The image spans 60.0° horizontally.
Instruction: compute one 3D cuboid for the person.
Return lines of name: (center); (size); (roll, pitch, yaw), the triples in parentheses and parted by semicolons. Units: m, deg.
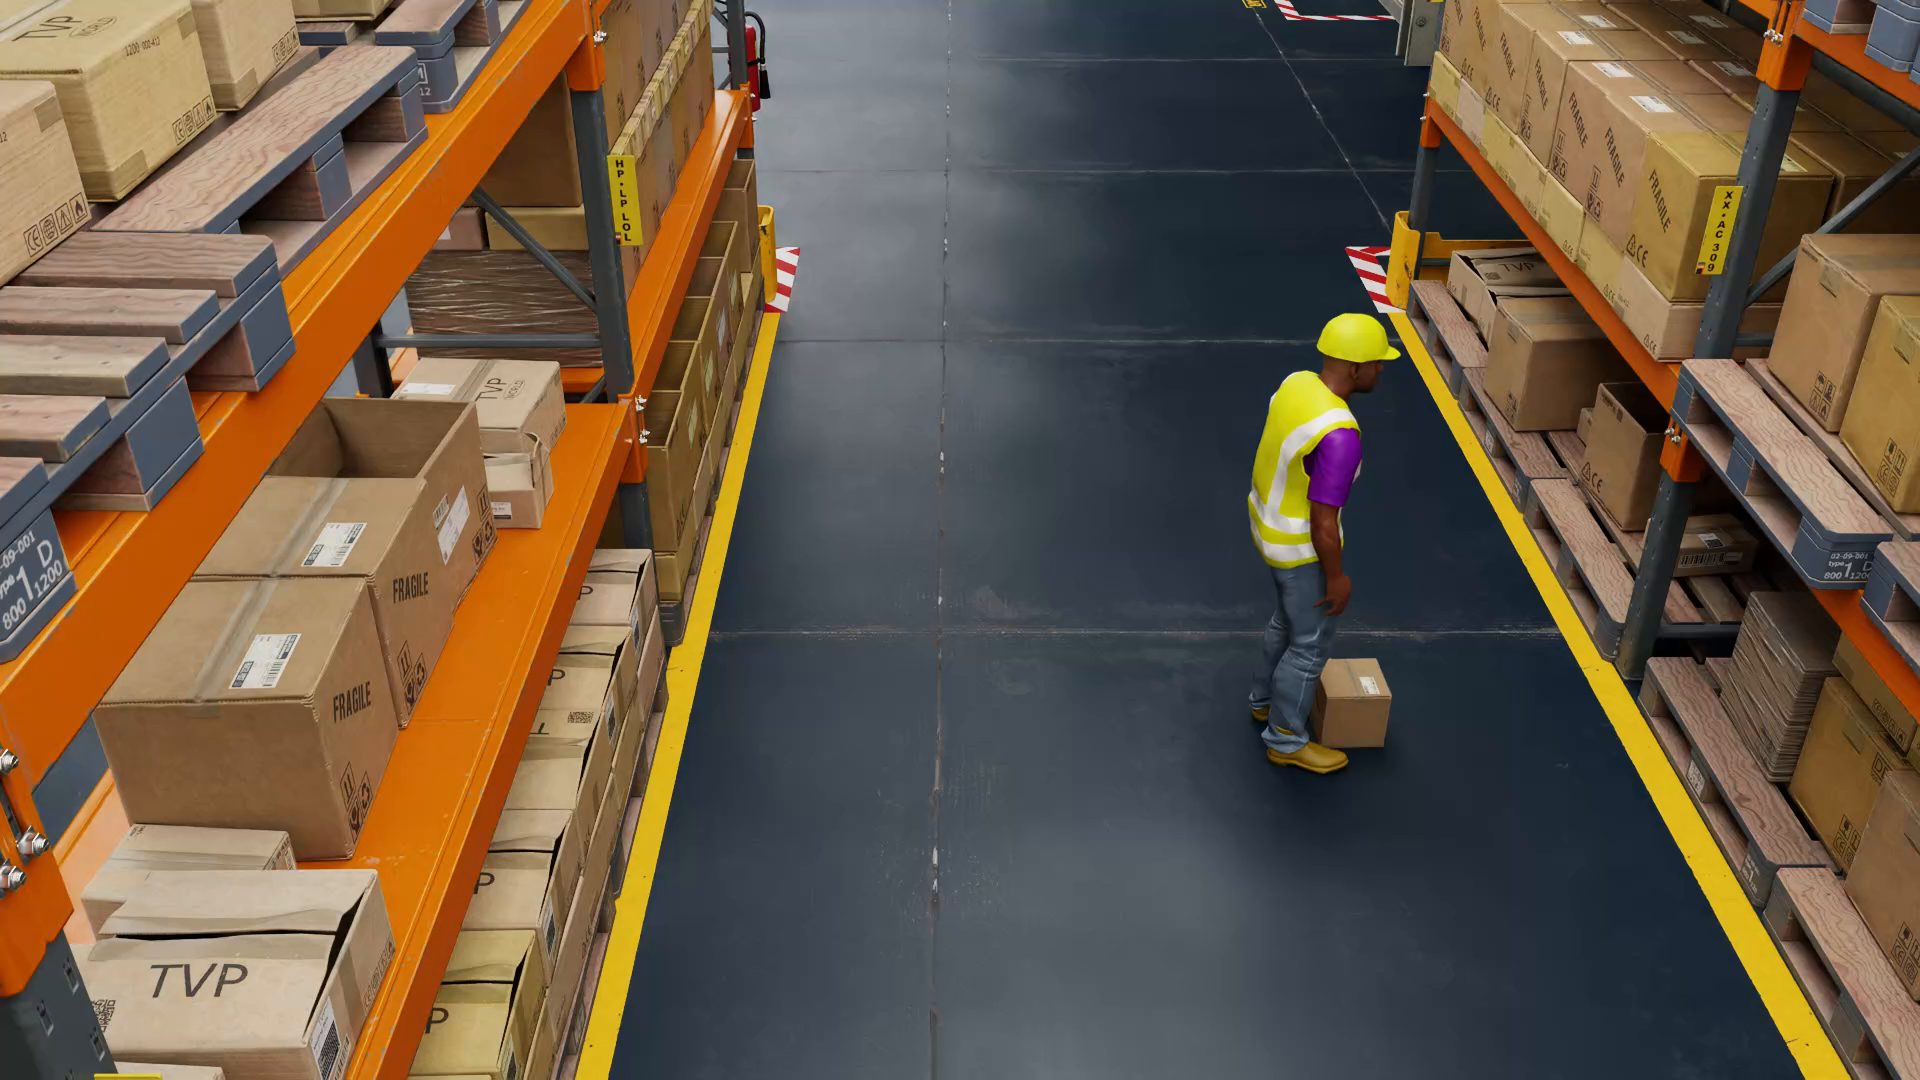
person: (1.298, -0.004, 6.124); (0.460, 1.759, 0.634); (-2, 31, -3)
